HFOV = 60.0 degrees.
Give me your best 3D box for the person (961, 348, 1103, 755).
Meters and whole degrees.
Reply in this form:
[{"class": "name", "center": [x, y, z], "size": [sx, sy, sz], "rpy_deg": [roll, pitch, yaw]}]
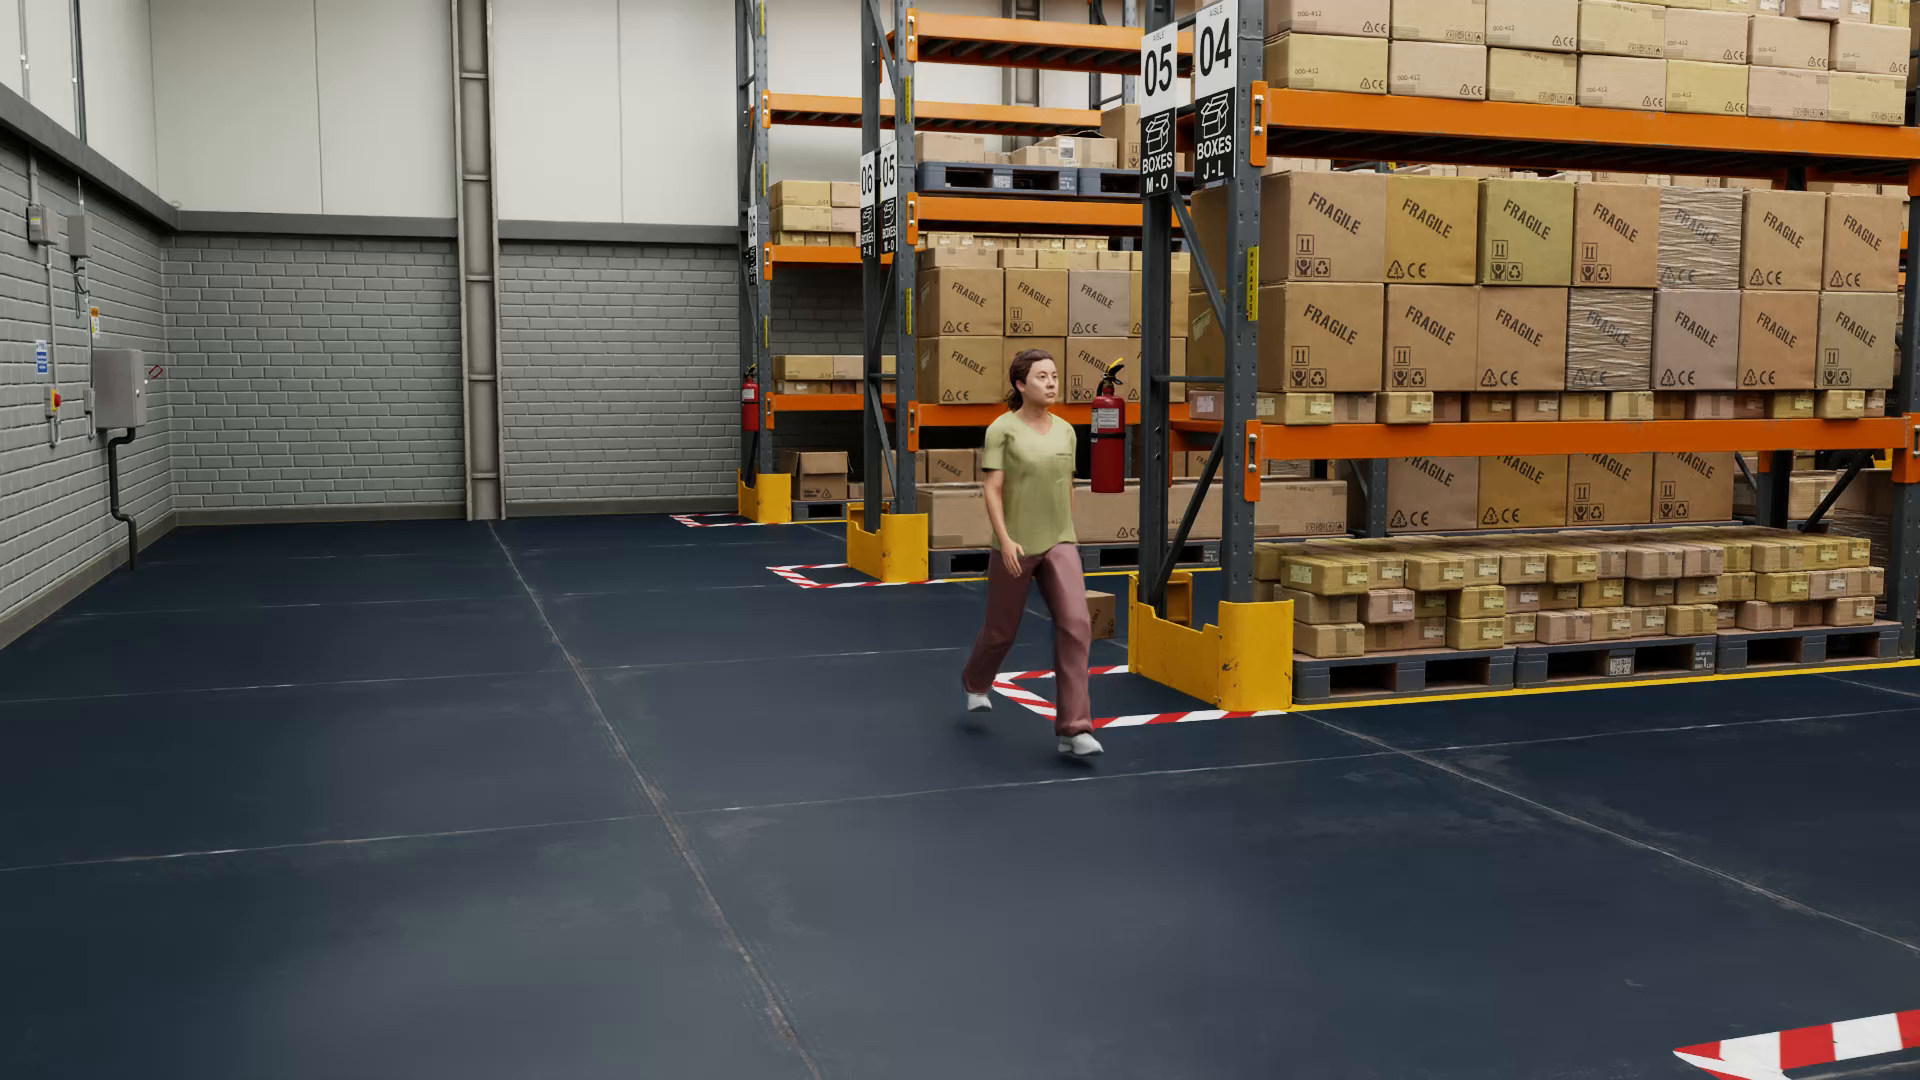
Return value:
[{"class": "person", "center": [0.300, 0.026, 6.832], "size": [0.452, 1.616, 1.047], "rpy_deg": [-2, 6, -19]}]
